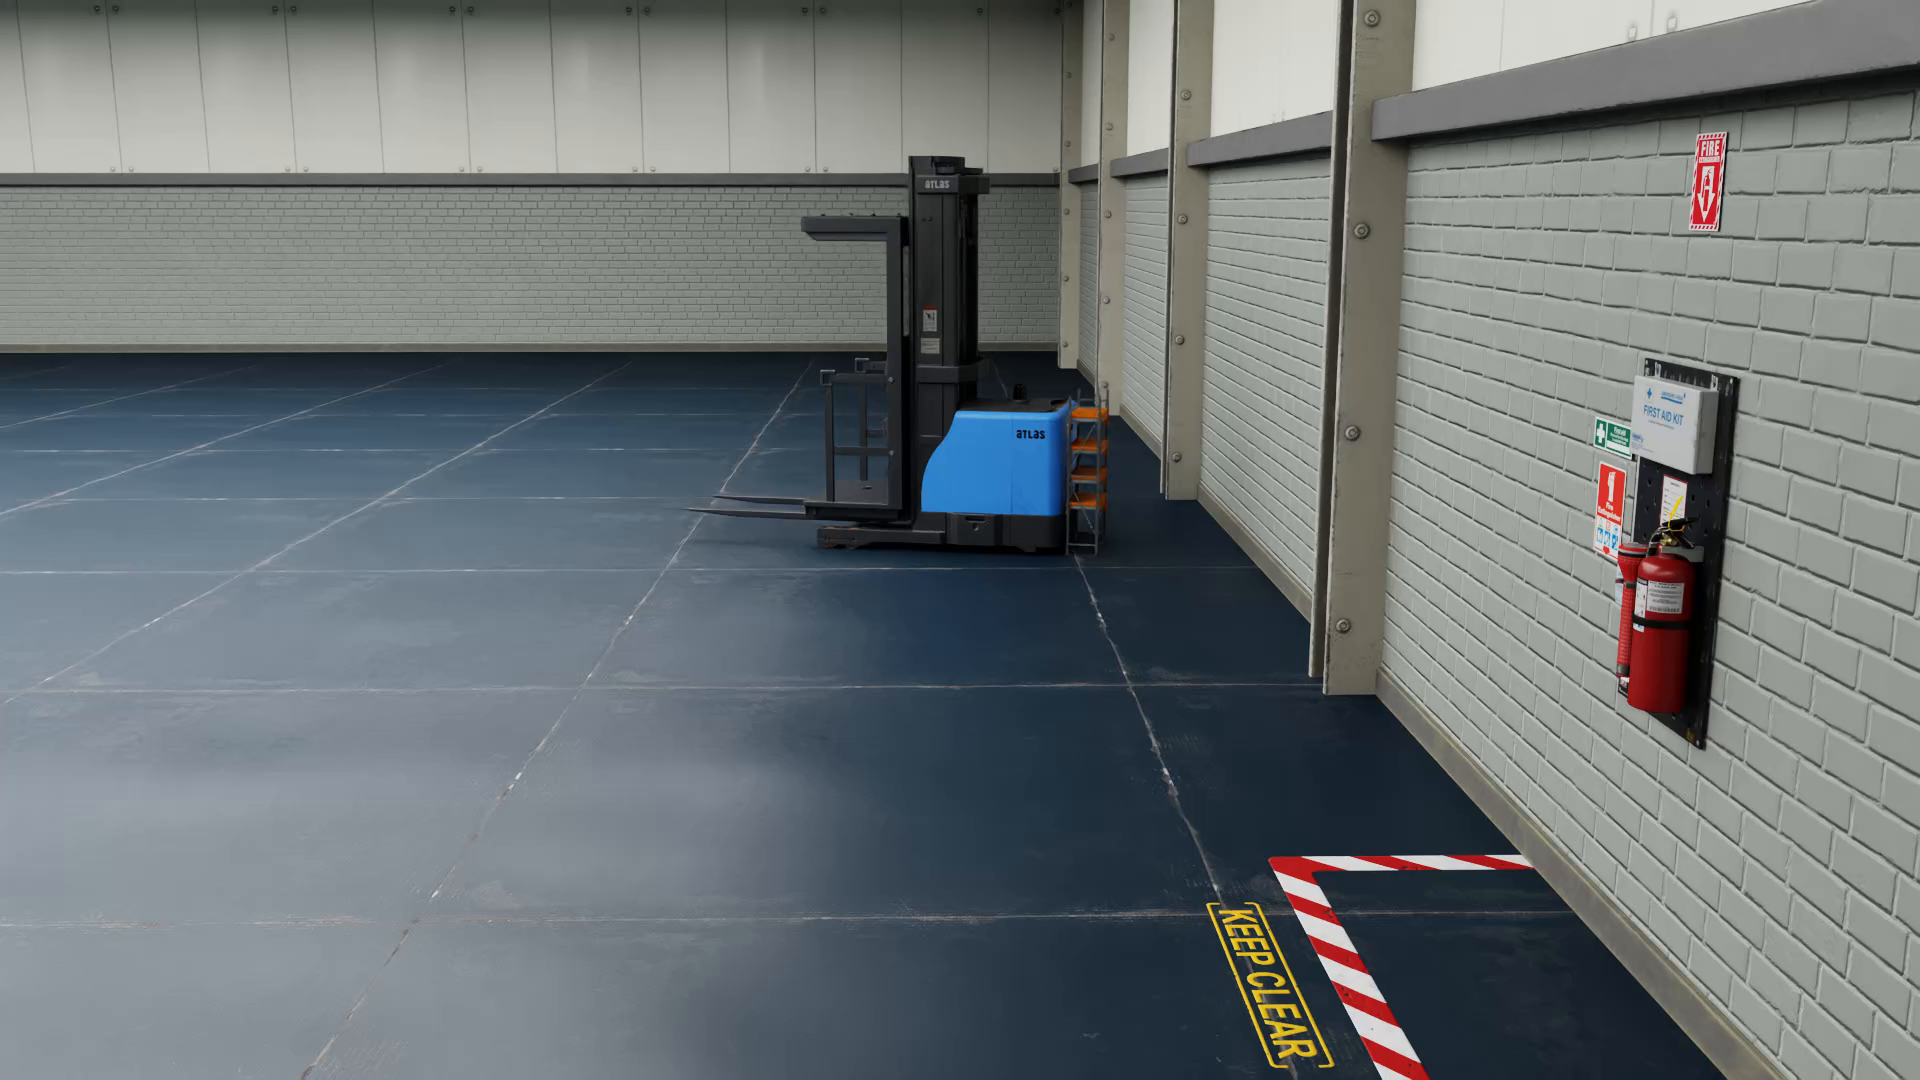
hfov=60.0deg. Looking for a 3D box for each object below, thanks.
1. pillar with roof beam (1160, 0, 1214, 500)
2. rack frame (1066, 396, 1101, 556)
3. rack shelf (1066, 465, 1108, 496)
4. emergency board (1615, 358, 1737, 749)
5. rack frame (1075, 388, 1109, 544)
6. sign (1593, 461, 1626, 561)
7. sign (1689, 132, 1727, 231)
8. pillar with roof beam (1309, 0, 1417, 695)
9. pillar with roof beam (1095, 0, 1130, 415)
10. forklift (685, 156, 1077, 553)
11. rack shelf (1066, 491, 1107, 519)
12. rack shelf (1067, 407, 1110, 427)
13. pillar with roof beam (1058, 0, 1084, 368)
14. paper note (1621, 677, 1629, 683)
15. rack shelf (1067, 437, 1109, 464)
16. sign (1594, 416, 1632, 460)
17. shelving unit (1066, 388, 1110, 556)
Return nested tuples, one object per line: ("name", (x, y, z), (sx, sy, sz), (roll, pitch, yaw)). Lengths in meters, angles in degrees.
("pillar with roof beam", (-2.312, -4.792, 14.048), (9.100, 9.000, 0.400), (0, 11, -1))
("rack frame", (0.917, -0.471, 12.361), (0.240, 1.200, 0.015), (3, 12, 11))
("rack shelf", (0.966, -0.453, 12.608), (0.258, 0.148, 0.480), (3, 12, 11))
("emergency board", (2.227, 0.024, 5.396), (0.194, 1.169, 0.643), (0, 11, -1))
("rack frame", (1.016, -0.566, 12.829), (0.240, 1.200, 0.015), (3, 12, 11))
("sign", (2.318, -0.104, 5.937), (0.001, 0.329, 0.234), (0, 11, -1))
("sign", (2.326, -1.114, 5.176), (0.001, 0.298, 0.199), (0, 11, -1))
("pillar with roof beam", (-2.188, -3.600, 8.169), (9.100, 9.000, 0.400), (0, 11, -1))
("pillar with roof beam", (-2.436, -5.985, 19.927), (9.100, 9.000, 0.400), (0, 11, -1))
("forklift", (-0.630, -1.466, 12.916), (3.031, 2.935, 1.130), (2, 12, 11))
("rack shelf", (0.965, -0.258, 12.648), (0.258, 0.148, 0.480), (3, 12, 11))
("rack shelf", (0.969, -0.904, 12.516), (0.258, 0.148, 0.480), (3, 12, 11))
("pillar with roof beam", (-2.560, -7.178, 25.806), (9.100, 9.000, 0.400), (0, 11, -1))
("paper note", (2.292, 0.420, 5.659), (0.016, 0.148, 0.142), (0, 11, -1))
("rack shelf", (0.967, -0.672, 12.564), (0.258, 0.148, 0.480), (3, 12, 11))
("sign", (2.310, -0.363, 5.879), (0.001, 0.109, 0.331), (0, 11, -1))
("shelving unit", (0.966, -0.519, 12.595), (0.258, 1.200, 0.503), (3, 12, 11))
